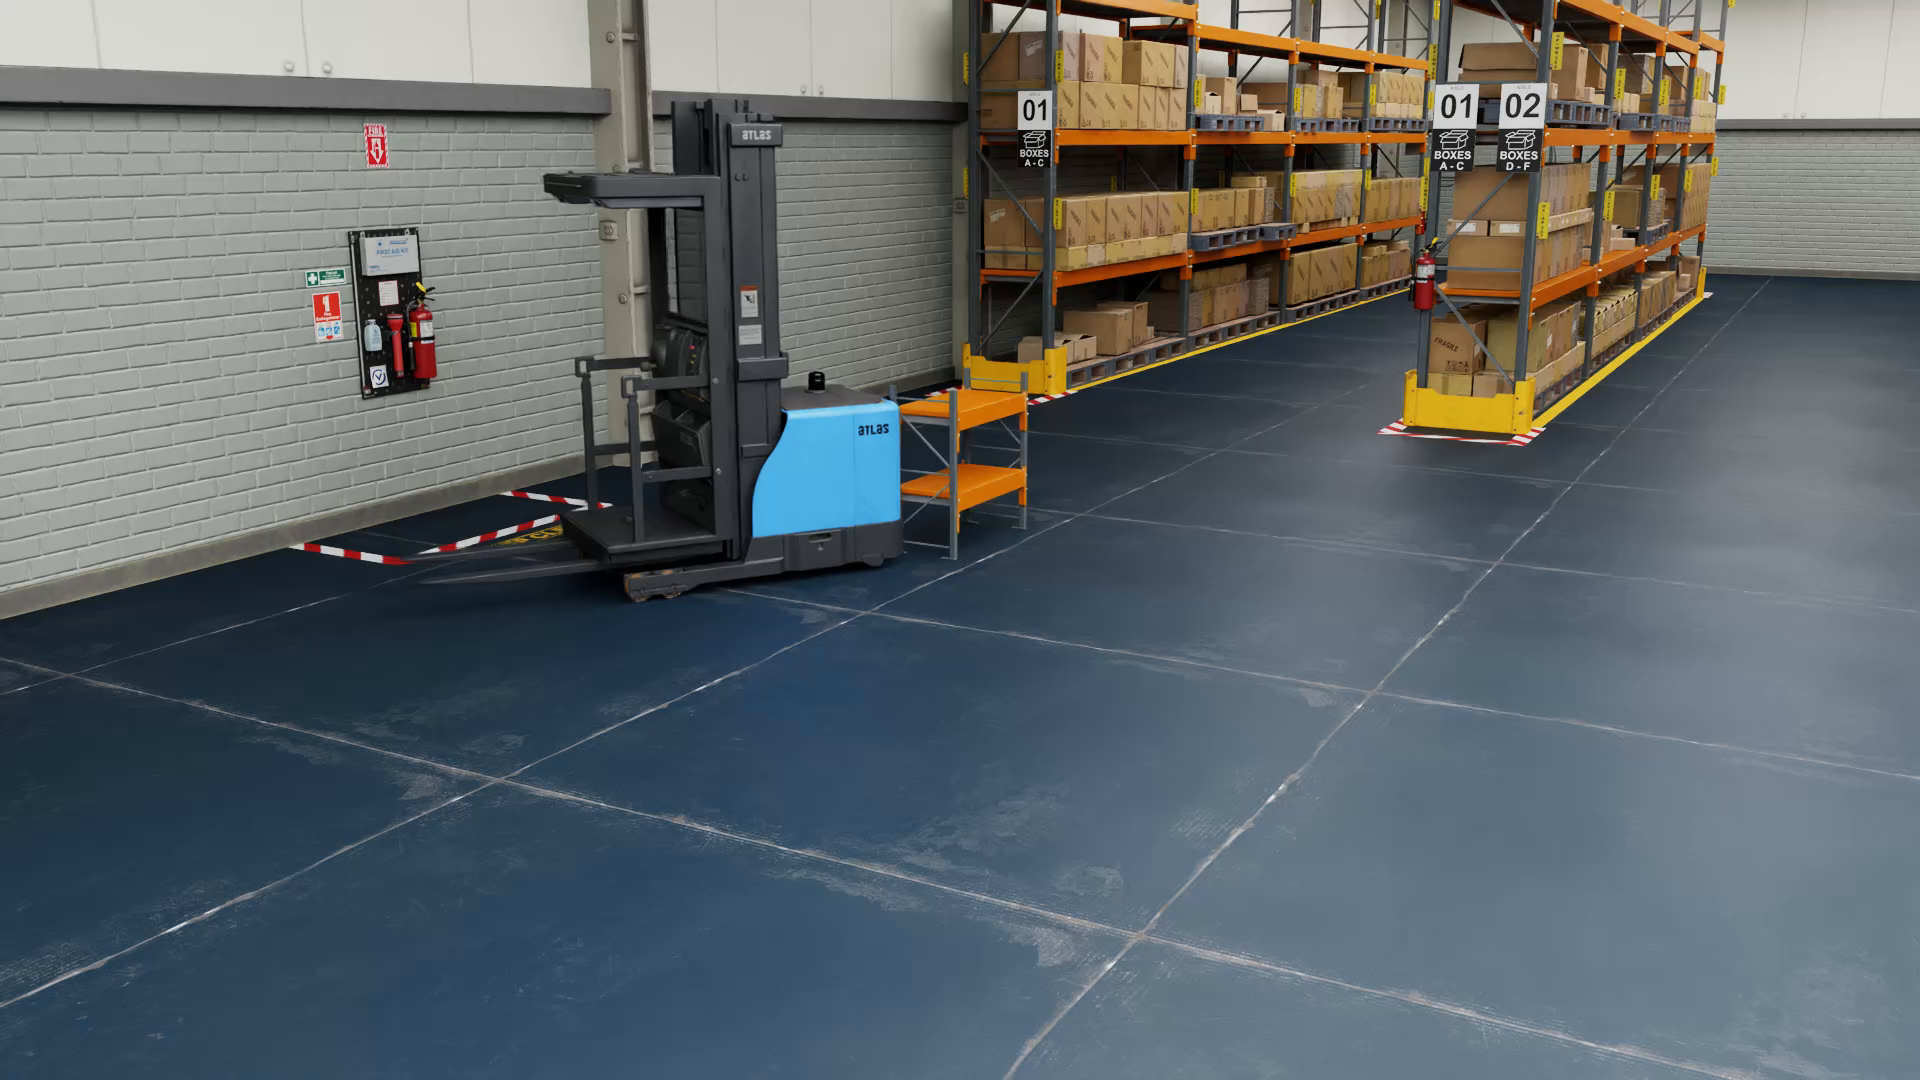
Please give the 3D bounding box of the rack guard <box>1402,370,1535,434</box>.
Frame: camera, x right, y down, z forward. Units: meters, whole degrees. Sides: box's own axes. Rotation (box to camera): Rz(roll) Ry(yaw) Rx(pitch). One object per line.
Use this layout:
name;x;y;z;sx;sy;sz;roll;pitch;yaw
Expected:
rack guard;4.886;-1.332;15.993;1.175;0.500;0.348;7;15;28

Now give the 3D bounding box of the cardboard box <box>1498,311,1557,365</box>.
cardboard box;5.822;-2.076;17.116;0.500;0.500;0.500;7;15;28

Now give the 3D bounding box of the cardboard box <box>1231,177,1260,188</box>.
cardboard box;4.144;-5.190;24.126;0.380;0.149;0.250;5;14;19

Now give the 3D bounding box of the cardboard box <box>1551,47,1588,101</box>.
cardboard box;5.940;-4.641;16.577;0.500;0.500;0.500;7;15;28

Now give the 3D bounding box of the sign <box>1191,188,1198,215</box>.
sign;2.972;-4.294;21.100;0.100;0.325;0.005;7;15;28

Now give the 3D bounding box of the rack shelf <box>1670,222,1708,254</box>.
rack shelf;11.665;-5.075;27.719;1.077;0.370;4.000;7;15;28

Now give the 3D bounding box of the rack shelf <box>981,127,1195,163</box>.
rack shelf;1.526;-4.632;19.480;1.077;0.370;4.000;7;15;28

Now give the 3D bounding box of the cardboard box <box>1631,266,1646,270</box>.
cardboard box;10.726;-4.162;26.792;0.500;0.500;0.500;7;15;28

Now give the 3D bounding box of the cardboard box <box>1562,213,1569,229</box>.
cardboard box;6.146;-3.342;17.398;0.380;0.149;0.250;8;16;30

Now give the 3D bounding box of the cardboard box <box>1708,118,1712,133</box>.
cardboard box;12.363;-6.984;28.021;0.500;0.250;0.500;7;15;28

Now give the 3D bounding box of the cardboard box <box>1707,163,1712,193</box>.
cardboard box;12.658;-6.247;28.700;0.500;0.500;0.500;7;15;28

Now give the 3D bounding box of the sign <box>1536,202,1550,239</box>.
sign;5.380;-2.948;15.344;0.100;0.325;0.005;7;15;28

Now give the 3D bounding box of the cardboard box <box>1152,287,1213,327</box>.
cardboard box;3.040;-3.197;22.788;0.700;0.500;0.500;7;15;27

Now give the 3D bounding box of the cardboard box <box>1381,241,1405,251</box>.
cardboard box;8.018;-5.445;30.774;0.380;0.149;0.250;8;16;30

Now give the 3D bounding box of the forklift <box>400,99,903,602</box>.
forklift;-1.918;-1.194;10.233;3.031;2.935;1.130;-7;15;-27

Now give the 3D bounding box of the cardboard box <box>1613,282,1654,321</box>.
cardboard box;9.483;-3.361;23.471;0.500;0.500;0.500;7;15;26

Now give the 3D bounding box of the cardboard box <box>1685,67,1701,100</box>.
cardboard box;11.266;-7.198;26.243;0.700;0.500;0.500;7;15;28

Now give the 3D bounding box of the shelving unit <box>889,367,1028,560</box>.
shelving unit;0.003;-0.548;11.407;0.538;1.125;1.048;7;15;28

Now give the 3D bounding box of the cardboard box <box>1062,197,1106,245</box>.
cardboard box;1.301;-3.578;18.654;0.500;0.500;0.500;7;15;28

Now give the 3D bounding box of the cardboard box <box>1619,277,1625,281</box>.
cardboard box;9.510;-3.625;24.566;0.500;0.500;0.500;7;15;26

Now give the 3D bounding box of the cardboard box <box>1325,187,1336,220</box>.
cardboard box;5.633;-5.344;26.408;0.500;0.500;0.500;8;16;30

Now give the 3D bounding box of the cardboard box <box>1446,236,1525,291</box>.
cardboard box;5.134;-2.695;16.100;0.700;0.500;0.500;7;15;28

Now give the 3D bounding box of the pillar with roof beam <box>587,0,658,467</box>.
pillar with roof beam;1.008;-4.552;11.215;9.100;9.000;0.400;7;15;28

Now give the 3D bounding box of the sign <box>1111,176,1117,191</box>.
sign;2.005;-4.559;21.572;0.100;0.325;0.005;7;15;28

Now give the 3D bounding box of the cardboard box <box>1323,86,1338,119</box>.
cardboard box;5.626;-7.006;26.641;0.700;0.500;0.500;7;15;27

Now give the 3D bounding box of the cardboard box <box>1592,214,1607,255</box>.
cardboard box;7.713;-3.788;20.633;0.500;0.500;0.500;7;15;28

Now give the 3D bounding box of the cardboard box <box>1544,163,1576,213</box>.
cardboard box;6.136;-3.754;17.724;0.700;0.500;0.500;7;15;28

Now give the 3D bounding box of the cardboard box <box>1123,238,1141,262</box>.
cardboard box;1.809;-3.429;19.635;0.500;0.250;0.500;8;15;29

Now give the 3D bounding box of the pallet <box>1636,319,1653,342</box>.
pallet;9.159;-2.987;23.473;1.003;0.211;1.213;7;15;28

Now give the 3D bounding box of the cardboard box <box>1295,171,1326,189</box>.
cardboard box;5.369;-5.599;25.867;0.500;0.250;0.500;7;15;28

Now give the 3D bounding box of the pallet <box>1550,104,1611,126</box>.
pallet;6.441;-4.610;18.045;1.003;0.211;1.213;7;15;28

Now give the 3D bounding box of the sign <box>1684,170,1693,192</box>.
sign;11.186;-5.515;25.539;0.100;0.325;0.005;7;15;28

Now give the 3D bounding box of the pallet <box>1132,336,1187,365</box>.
pallet;2.199;-2.436;21.188;1.003;0.211;1.213;7;15;28

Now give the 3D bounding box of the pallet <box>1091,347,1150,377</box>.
pallet;1.610;-2.185;20.146;1.003;0.211;1.213;7;15;28

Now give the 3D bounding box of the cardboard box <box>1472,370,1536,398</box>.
cardboard box;5.351;-1.505;16.346;0.500;0.250;0.500;7;15;28

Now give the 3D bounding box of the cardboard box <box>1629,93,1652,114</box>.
cardboard box;8.946;-5.794;22.553;0.910;0.500;0.500;7;15;28

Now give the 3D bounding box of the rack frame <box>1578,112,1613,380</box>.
rack frame;6.831;-3.373;19.125;1.000;3.000;0.127;7;15;28

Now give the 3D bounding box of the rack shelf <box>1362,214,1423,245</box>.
rack shelf;7.327;-5.635;30.044;1.077;0.370;4.000;7;15;28

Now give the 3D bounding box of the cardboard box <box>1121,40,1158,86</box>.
cardboard box;1.989;-5.581;19.492;0.500;0.500;0.500;7;15;26

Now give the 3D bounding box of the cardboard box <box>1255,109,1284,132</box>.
cardboard box;4.315;-6.001;23.770;0.500;0.311;0.500;7;15;28

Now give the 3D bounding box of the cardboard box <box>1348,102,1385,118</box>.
cardboard box;6.925;-7.325;28.327;0.500;0.250;0.500;7;15;28

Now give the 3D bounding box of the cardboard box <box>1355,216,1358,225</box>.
cardboard box;6.445;-5.361;27.864;0.380;0.149;0.250;8;15;29

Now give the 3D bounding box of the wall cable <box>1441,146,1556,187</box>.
wall cable;11.341;-8.922;35.968;3.097;2.526;0.112;7;15;28

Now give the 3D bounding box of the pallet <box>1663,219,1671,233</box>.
pallet;10.217;-4.769;25.326;1.003;0.211;1.213;7;15;28

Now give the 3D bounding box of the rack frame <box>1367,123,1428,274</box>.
rack frame;8.294;-6.396;31.662;1.000;3.000;0.127;7;15;28

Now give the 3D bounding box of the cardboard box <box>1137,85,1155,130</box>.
cardboard box;1.975;-5.098;19.624;0.500;0.500;0.500;7;15;26

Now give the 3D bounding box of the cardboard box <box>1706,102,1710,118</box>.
cardboard box;12.121;-7.124;27.538;0.500;0.250;0.500;7;15;28

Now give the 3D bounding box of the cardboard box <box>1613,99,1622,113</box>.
cardboard box;7.809;-5.348;20.340;0.500;0.250;0.500;6;15;23

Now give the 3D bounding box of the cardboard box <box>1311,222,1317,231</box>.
cardboard box;5.386;-4.950;26.160;0.380;0.149;0.250;8;16;29

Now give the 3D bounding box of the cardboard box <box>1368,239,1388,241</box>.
cardboard box;7.928;-5.593;31.387;0.380;0.149;0.250;7;15;28

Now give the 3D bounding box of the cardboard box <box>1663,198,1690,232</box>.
cardboard box;11.183;-5.137;26.227;0.500;0.500;0.500;8;16;30

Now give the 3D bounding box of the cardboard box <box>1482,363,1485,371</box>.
cardboard box;5.129;-1.667;17.020;0.500;0.250;0.500;7;15;28

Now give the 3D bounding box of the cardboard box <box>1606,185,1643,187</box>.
cardboard box;10.274;-5.195;25.574;0.700;0.500;0.500;2;14;9

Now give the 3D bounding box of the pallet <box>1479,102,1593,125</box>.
pallet;5.851;-4.361;17.011;1.003;0.211;1.213;7;15;28

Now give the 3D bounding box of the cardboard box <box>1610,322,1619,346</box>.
cardboard box;7.986;-2.611;20.933;0.500;0.250;0.500;8;16;29

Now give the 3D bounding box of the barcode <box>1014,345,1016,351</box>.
barcode;0.631;-2.205;19.058;0.001;0.075;0.075;7;15;28

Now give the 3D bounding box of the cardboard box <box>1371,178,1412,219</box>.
cardboard box;7.714;-6.285;30.563;0.980;0.700;0.700;7;15;28

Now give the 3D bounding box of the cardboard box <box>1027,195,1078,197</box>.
cardboard box;1.099;-3.744;19.340;0.500;0.500;0.500;7;15;27
